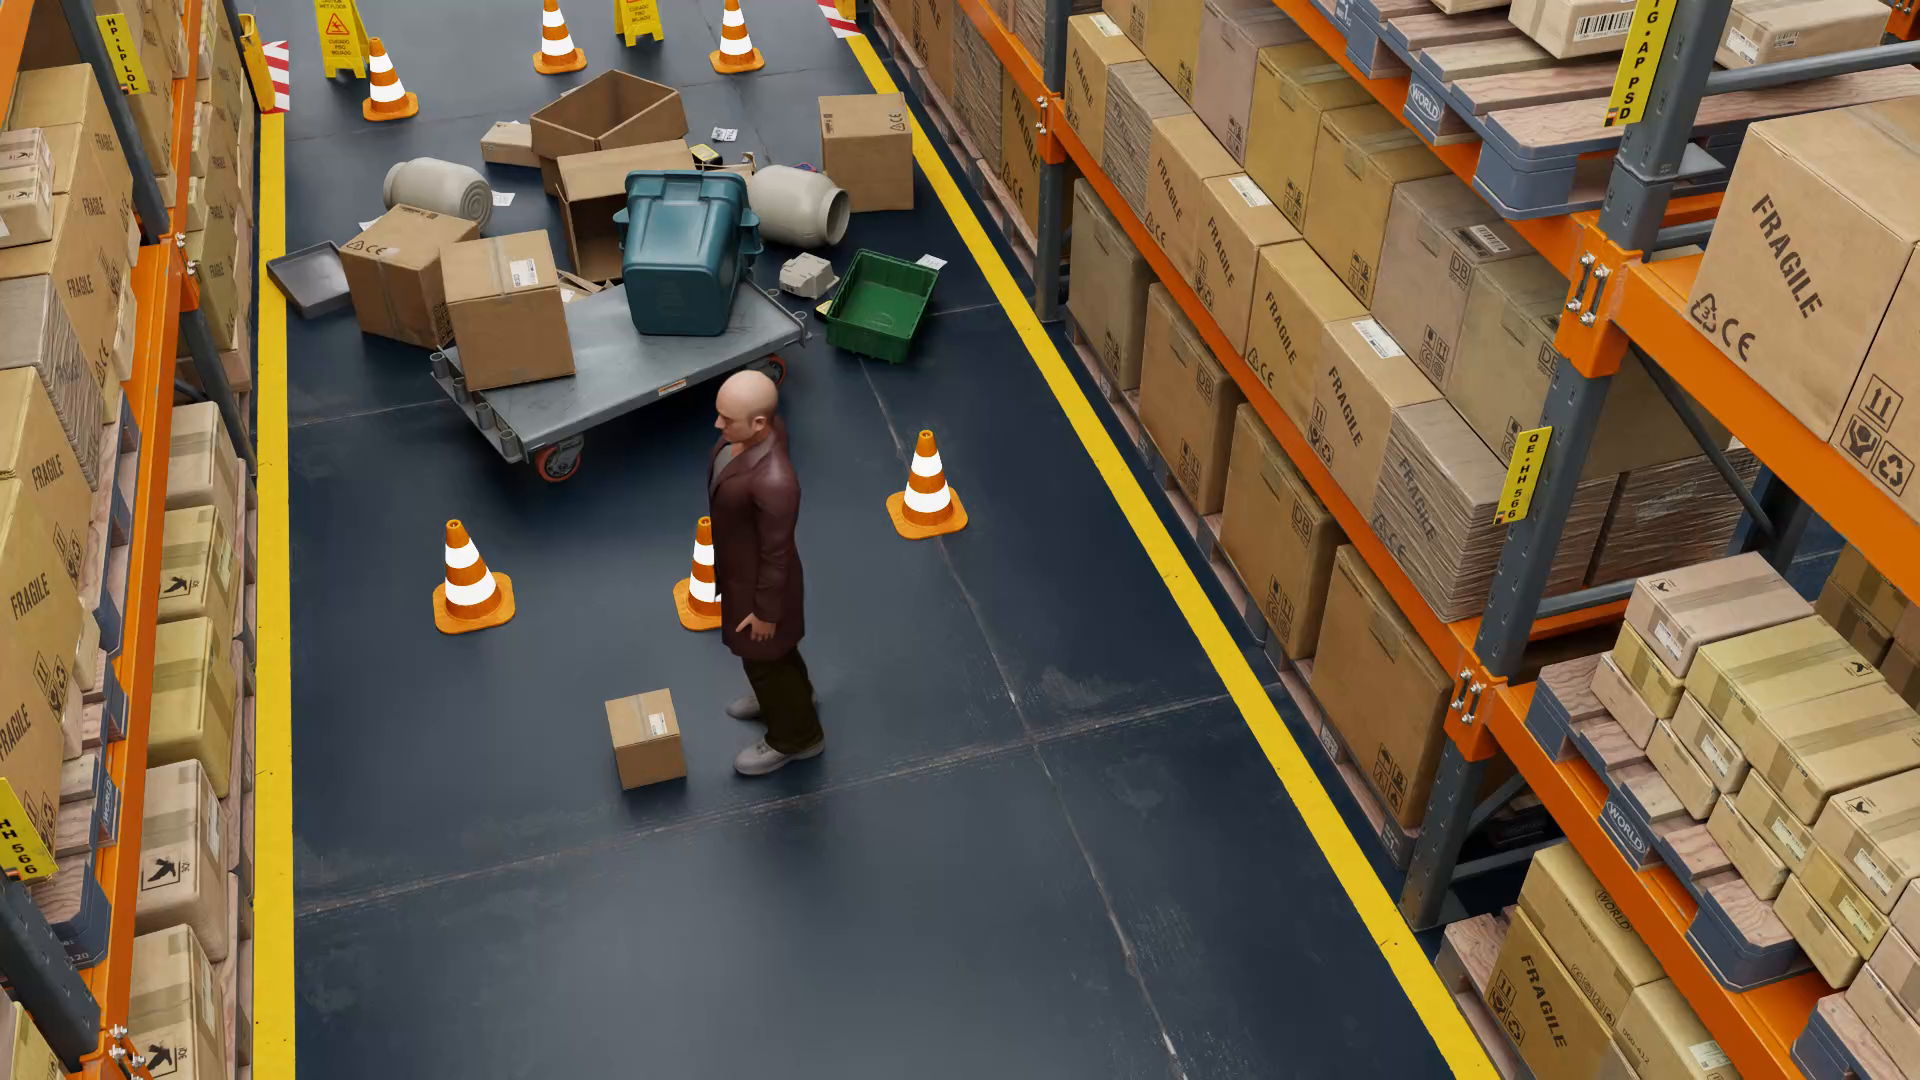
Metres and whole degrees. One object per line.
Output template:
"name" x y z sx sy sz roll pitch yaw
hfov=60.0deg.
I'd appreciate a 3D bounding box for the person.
"person" -0.727 0.135 6.039 0.399 1.797 0.563 -11 43 -12
